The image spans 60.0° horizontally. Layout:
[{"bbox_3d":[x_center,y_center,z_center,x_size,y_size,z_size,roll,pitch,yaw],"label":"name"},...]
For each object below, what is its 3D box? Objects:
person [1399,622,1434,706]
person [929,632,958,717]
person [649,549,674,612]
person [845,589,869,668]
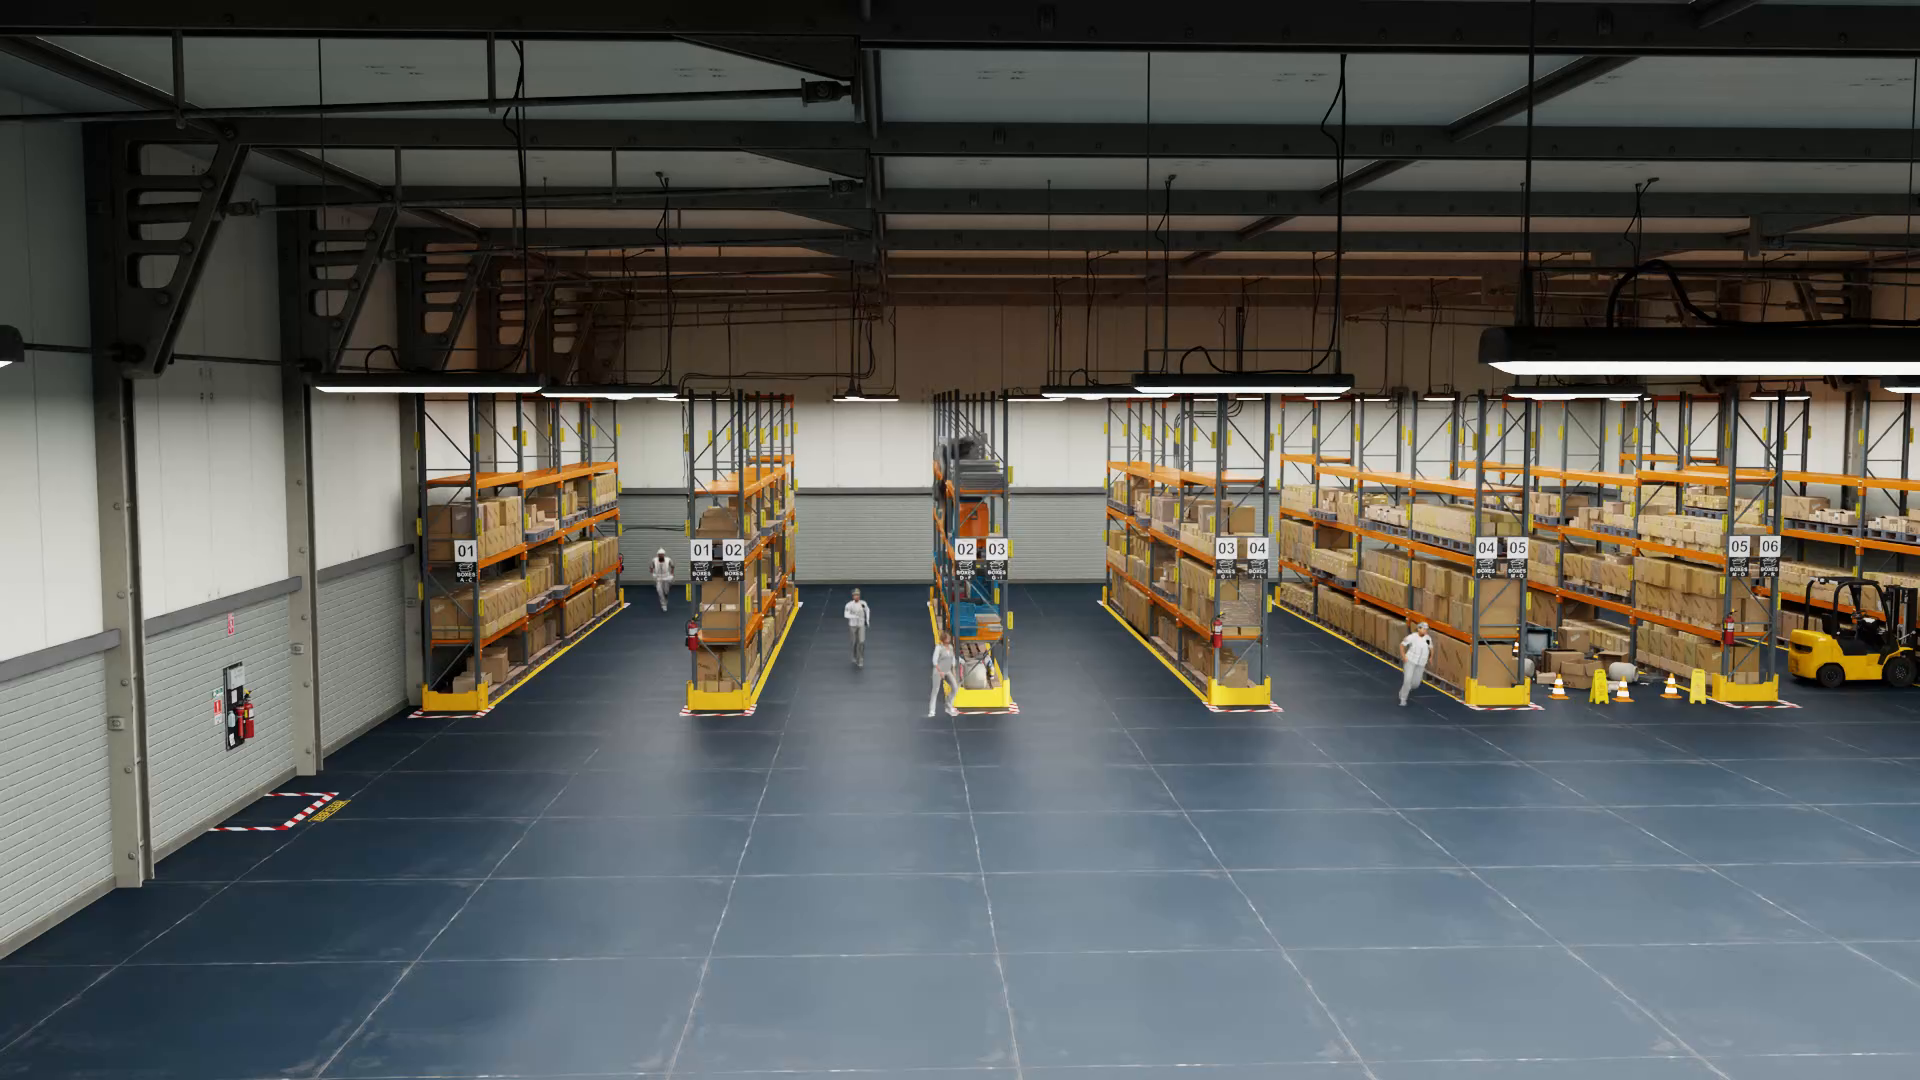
[{"bbox_3d":[8.716,2.343,31.873,0.726,1.577,0.628,-1,5,-8],"label":"person"},{"bbox_3d":[-0.309,2.463,30.505,0.539,1.560,0.542,-4,6,-39],"label":"person"},{"bbox_3d":[-8.276,1.097,46.180,0.675,1.735,0.887,-1,5,-7],"label":"person"},{"bbox_3d":[-2.249,1.918,36.377,0.560,1.739,0.811,-1,5,-6],"label":"person"}]
